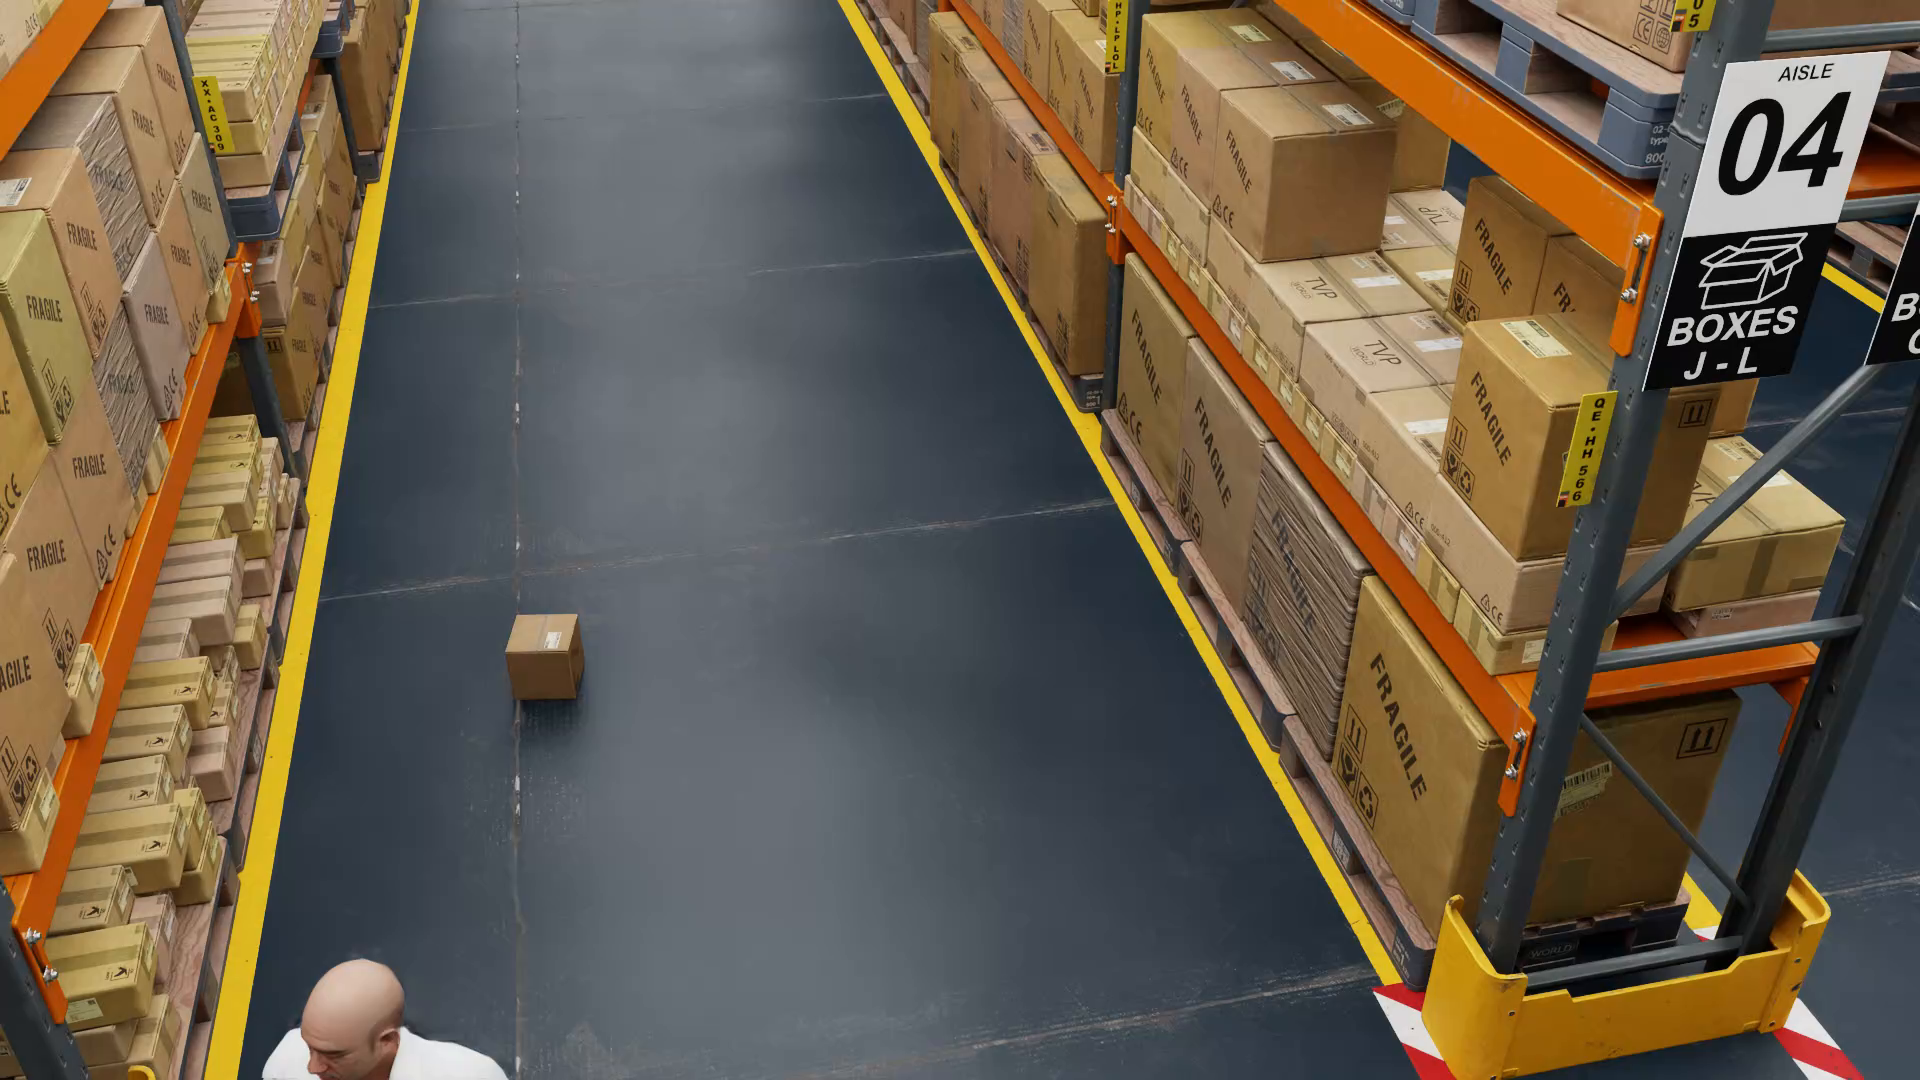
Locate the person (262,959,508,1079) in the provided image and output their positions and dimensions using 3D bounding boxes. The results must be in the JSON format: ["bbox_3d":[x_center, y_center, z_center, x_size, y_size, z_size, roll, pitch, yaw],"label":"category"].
[{"bbox_3d":[-1.264,1.641,3.724,0.627,1.689,1.137,7,35,11],"label":"person"}]
